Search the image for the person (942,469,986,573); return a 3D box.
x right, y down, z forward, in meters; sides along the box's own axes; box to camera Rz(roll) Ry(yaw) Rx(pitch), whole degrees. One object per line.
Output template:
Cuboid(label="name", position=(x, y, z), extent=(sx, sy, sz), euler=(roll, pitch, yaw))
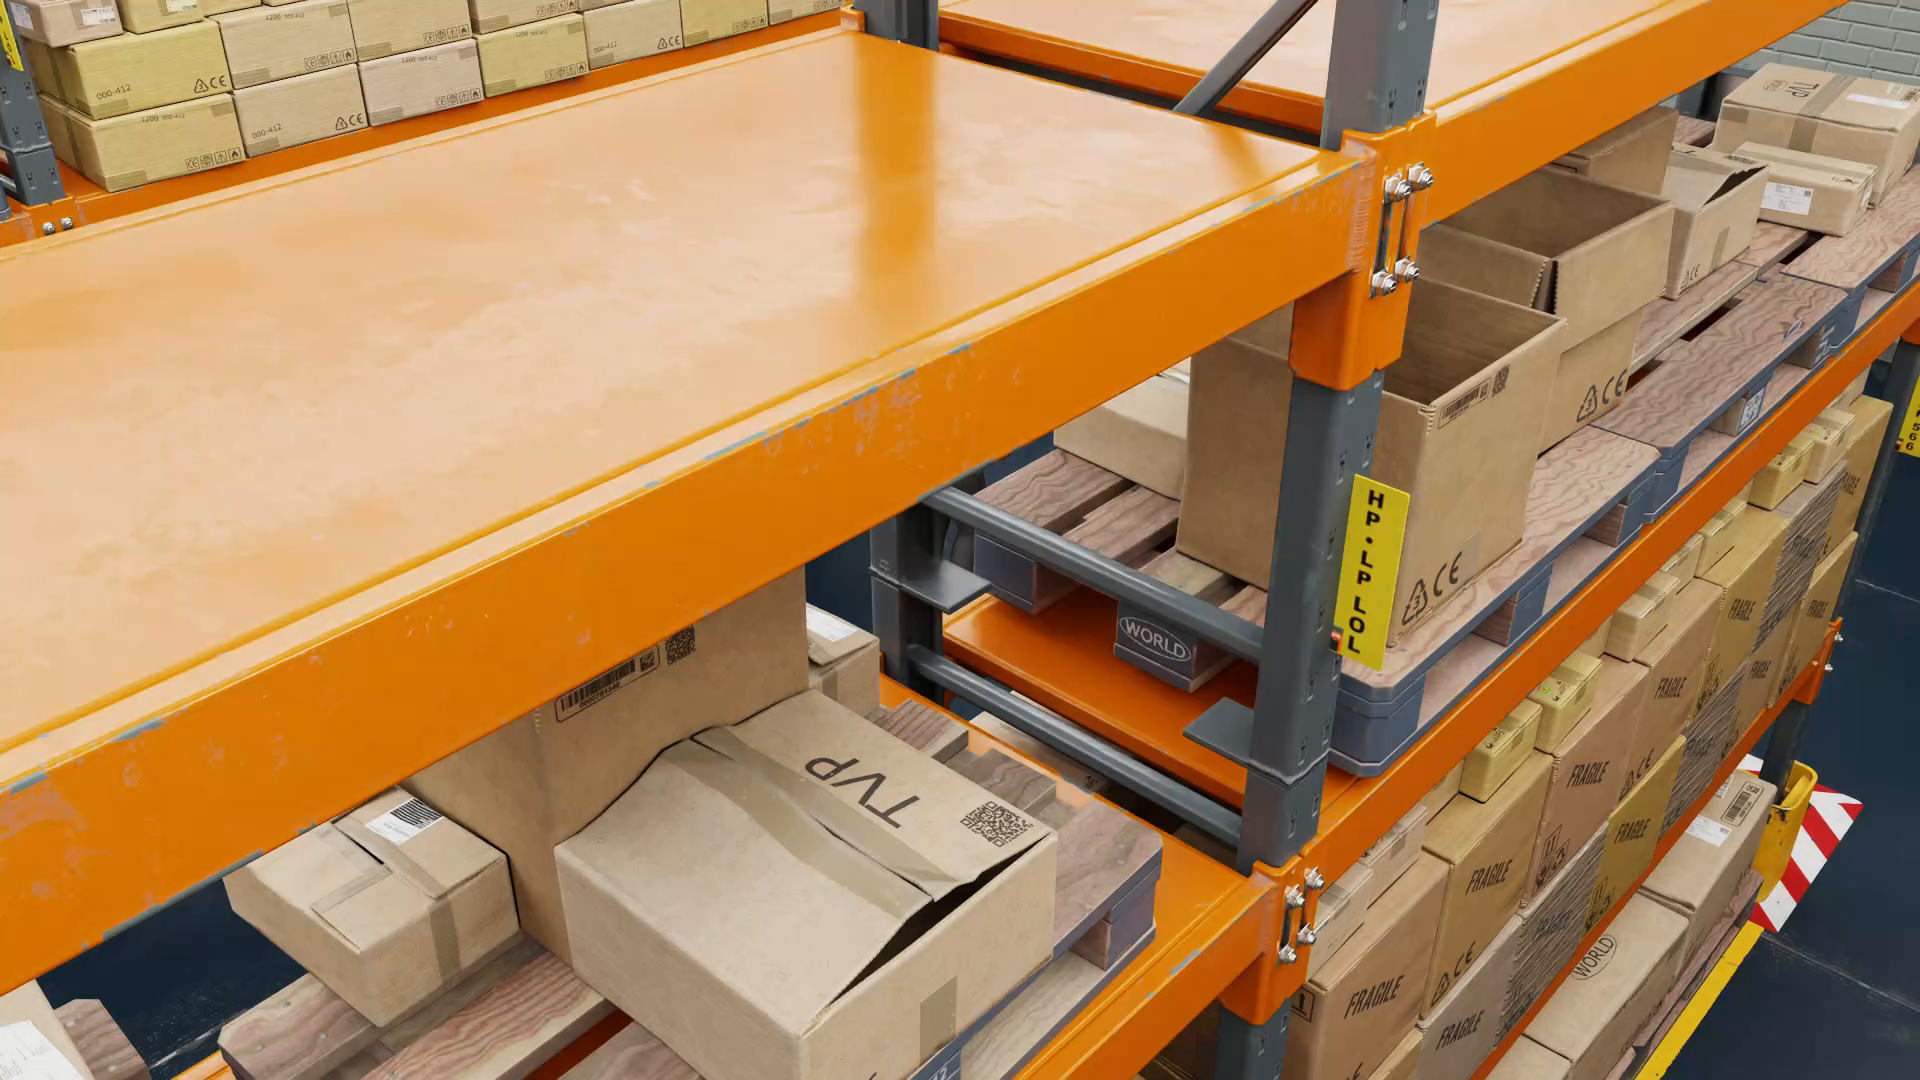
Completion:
Cuboid(label="person", position=(0.009, -0.399, 8.301), extent=(0.451, 1.650, 0.518), euler=(26, 40, 36))
